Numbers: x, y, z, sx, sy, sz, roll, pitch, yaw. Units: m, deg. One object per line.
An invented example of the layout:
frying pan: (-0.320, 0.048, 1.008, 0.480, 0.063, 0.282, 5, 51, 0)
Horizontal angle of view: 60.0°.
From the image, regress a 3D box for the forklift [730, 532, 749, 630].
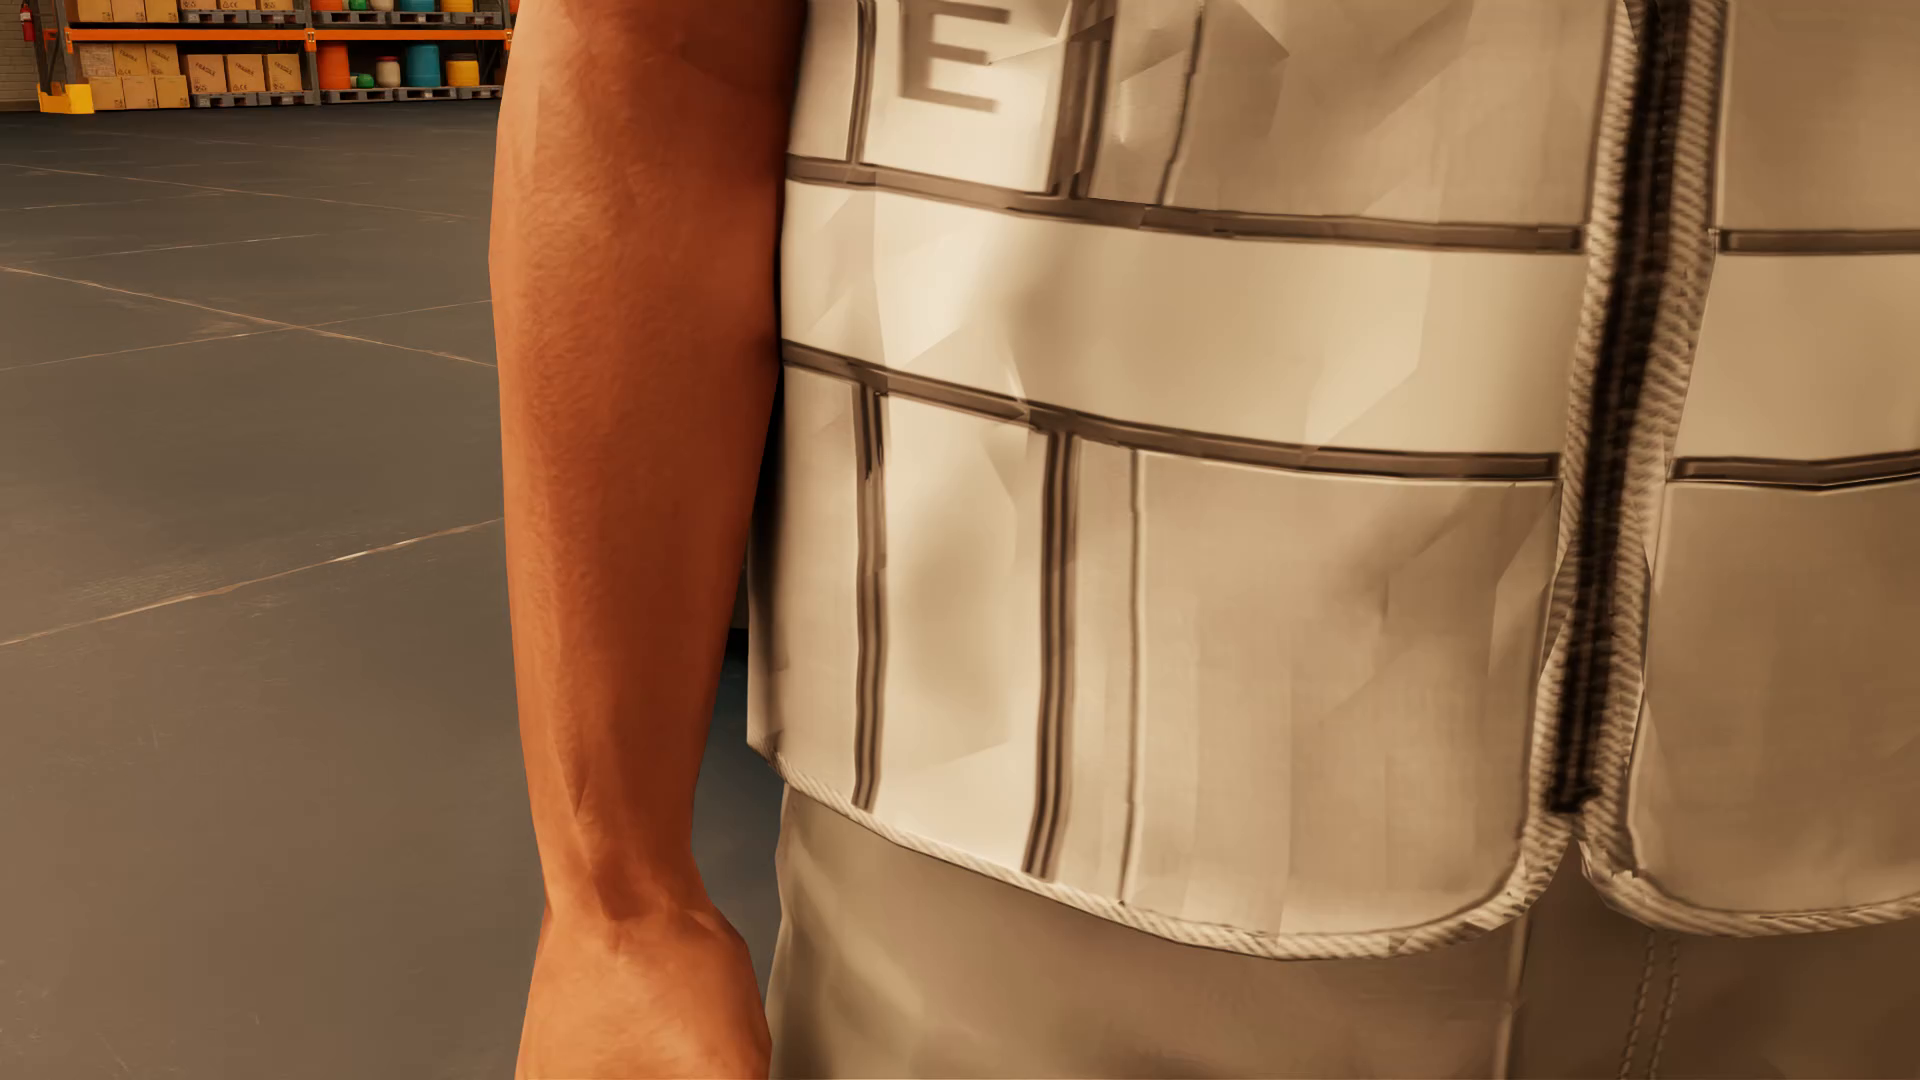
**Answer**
forklift: (0.182, -1.571, 4.072, 1.130, 2.935, 3.031, 5, 18, 17)
